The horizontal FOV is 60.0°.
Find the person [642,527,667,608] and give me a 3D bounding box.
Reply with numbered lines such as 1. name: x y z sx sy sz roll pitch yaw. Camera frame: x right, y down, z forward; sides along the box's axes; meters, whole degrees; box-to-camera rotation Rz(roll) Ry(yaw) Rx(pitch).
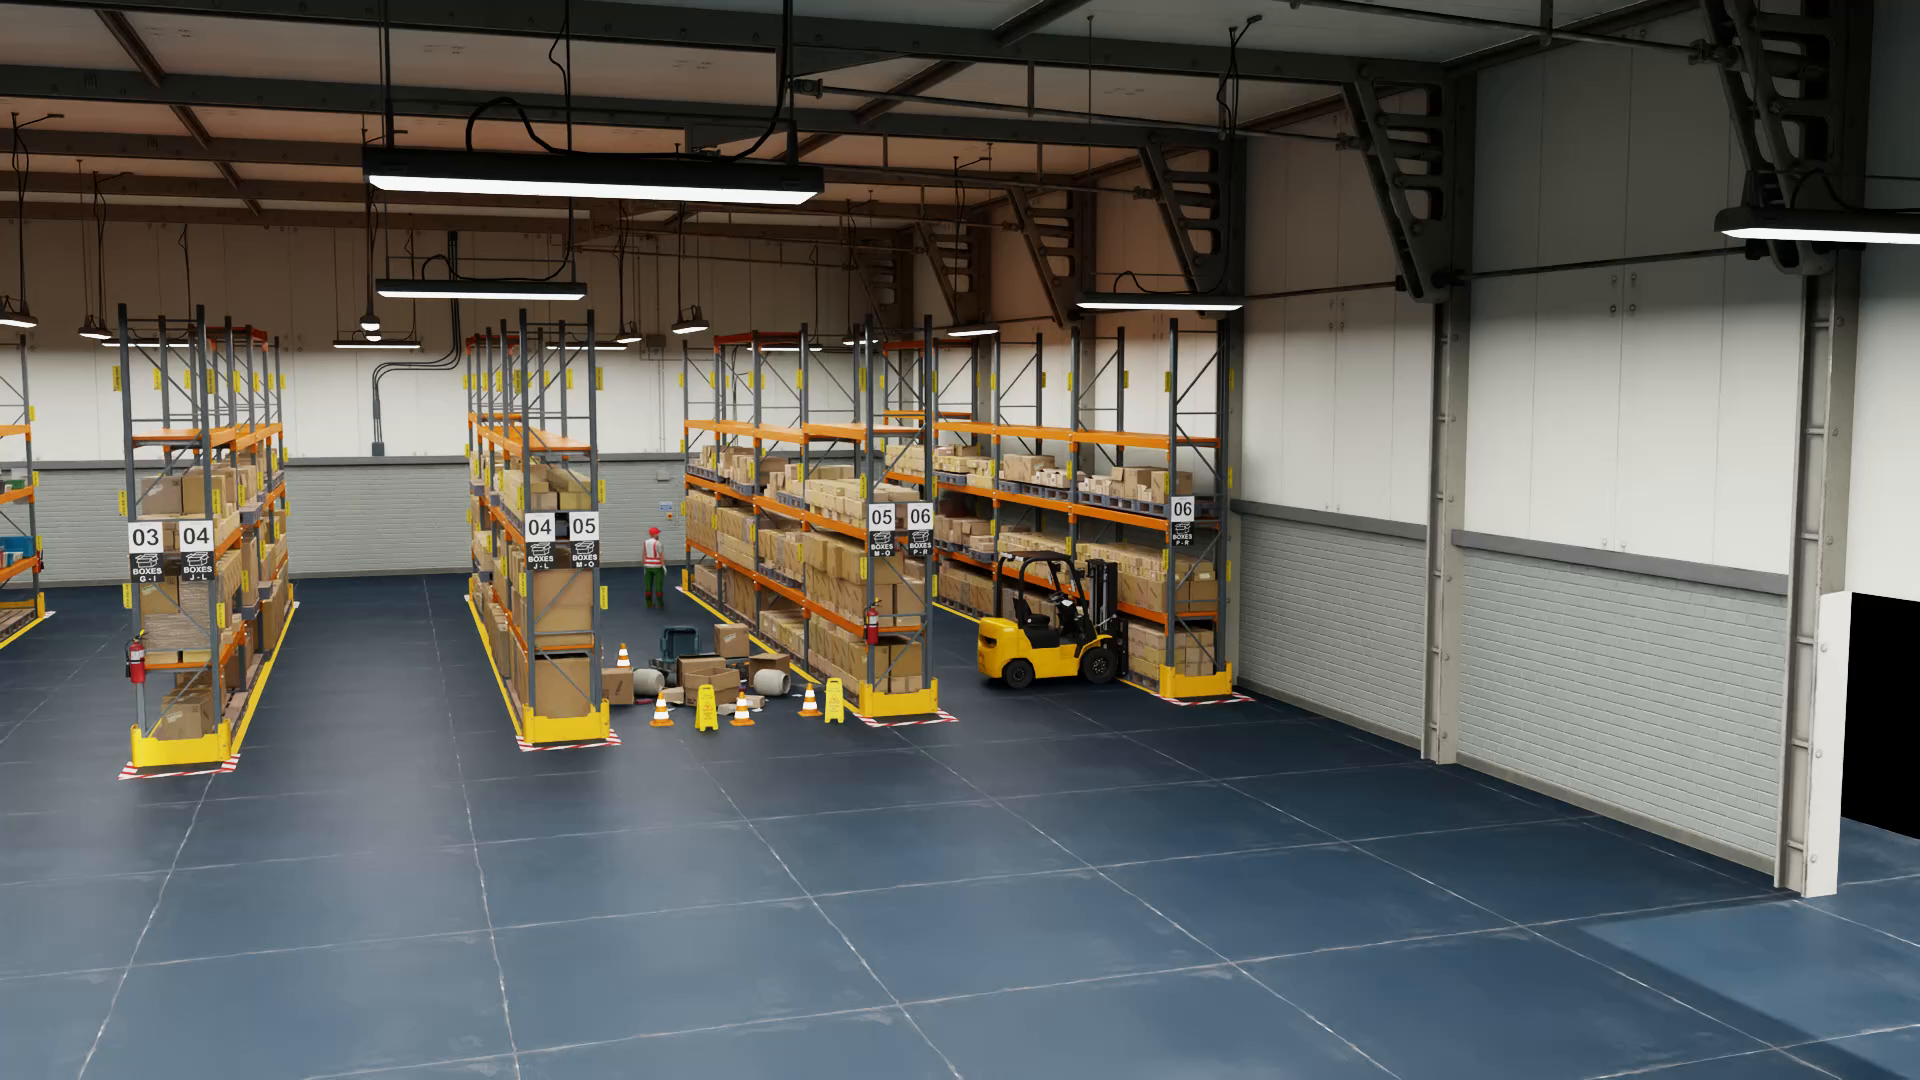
1. person: -6.746 0.608 36.841 0.607 1.793 0.412 3 6 25

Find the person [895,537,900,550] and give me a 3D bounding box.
1. person: -1.480 0.758 35.733 0.573 1.728 0.418 1 5 8
